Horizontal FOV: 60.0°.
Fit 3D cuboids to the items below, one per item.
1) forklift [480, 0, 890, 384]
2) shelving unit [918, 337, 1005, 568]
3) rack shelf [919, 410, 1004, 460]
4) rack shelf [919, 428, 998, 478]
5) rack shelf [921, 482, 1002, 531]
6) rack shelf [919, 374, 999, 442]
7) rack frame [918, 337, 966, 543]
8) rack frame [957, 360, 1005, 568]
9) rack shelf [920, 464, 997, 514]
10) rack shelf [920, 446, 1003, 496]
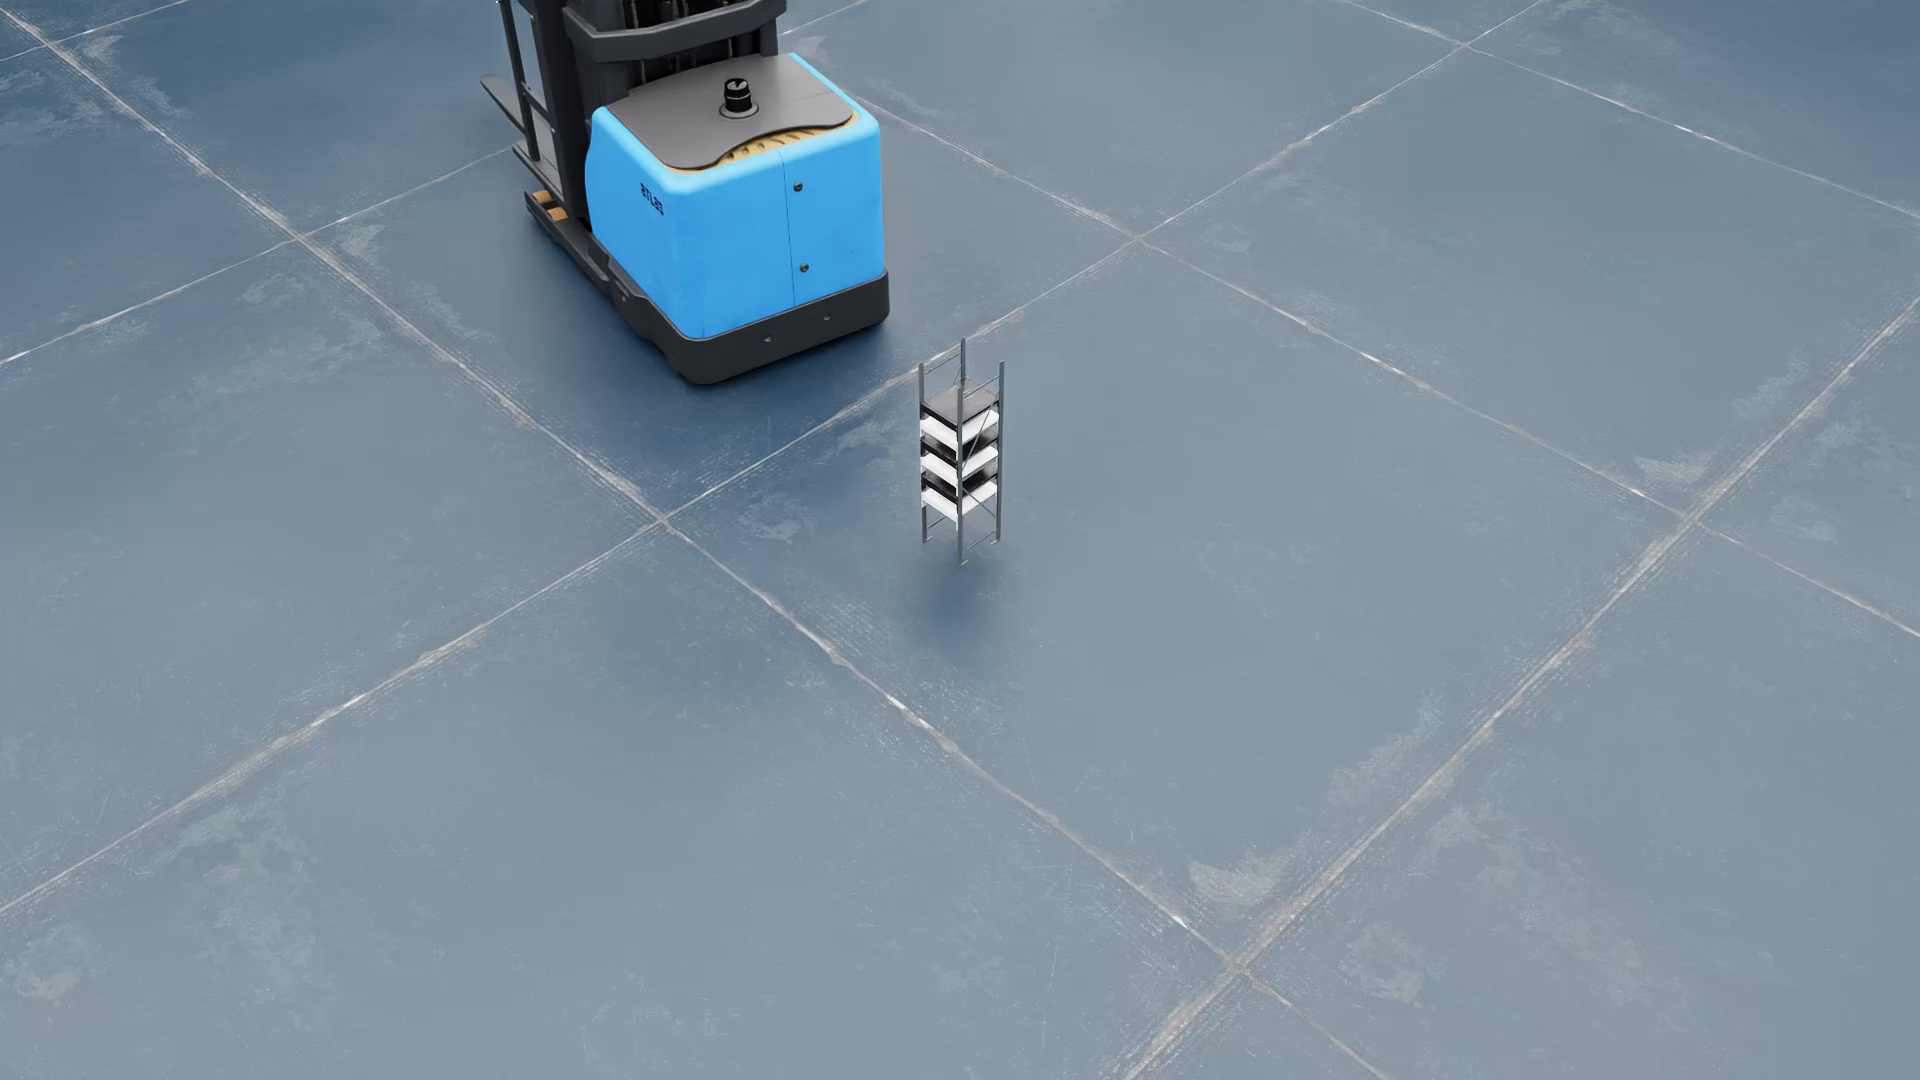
[{"bbox_3d":[-1.554,-2.743,7.558,1.130,2.935,3.031,-24,48,-24],"label":"forklift"},{"bbox_3d":[0.006,-0.327,6.440,0.258,0.900,0.210,-34,53,-31],"label":"shelving unit"},{"bbox_3d":[0.006,-0.434,6.341,0.258,0.077,0.200,-34,53,-31],"label":"rack shelf"},{"bbox_3d":[0.006,-0.368,6.402,0.258,0.077,0.200,-34,53,-31],"label":"rack shelf"},{"bbox_3d":[0.006,-0.170,6.585,0.258,0.077,0.200,-34,53,-31],"label":"rack shelf"},{"bbox_3d":[0.006,-0.500,6.280,0.258,0.077,0.200,-34,53,-31],"label":"rack shelf"},{"bbox_3d":[-0.066,-0.375,6.493,0.240,0.900,0.006,-34,53,-31],"label":"rack frame"},{"bbox_3d":[0.078,-0.278,6.388,0.240,0.900,0.006,-34,53,-31],"label":"rack frame"},{"bbox_3d":[0.006,-0.236,6.524,0.258,0.077,0.200,-34,53,-31],"label":"rack shelf"},{"bbox_3d":[0.006,-0.302,6.463,0.258,0.077,0.200,-34,53,-31],"label":"rack shelf"}]
